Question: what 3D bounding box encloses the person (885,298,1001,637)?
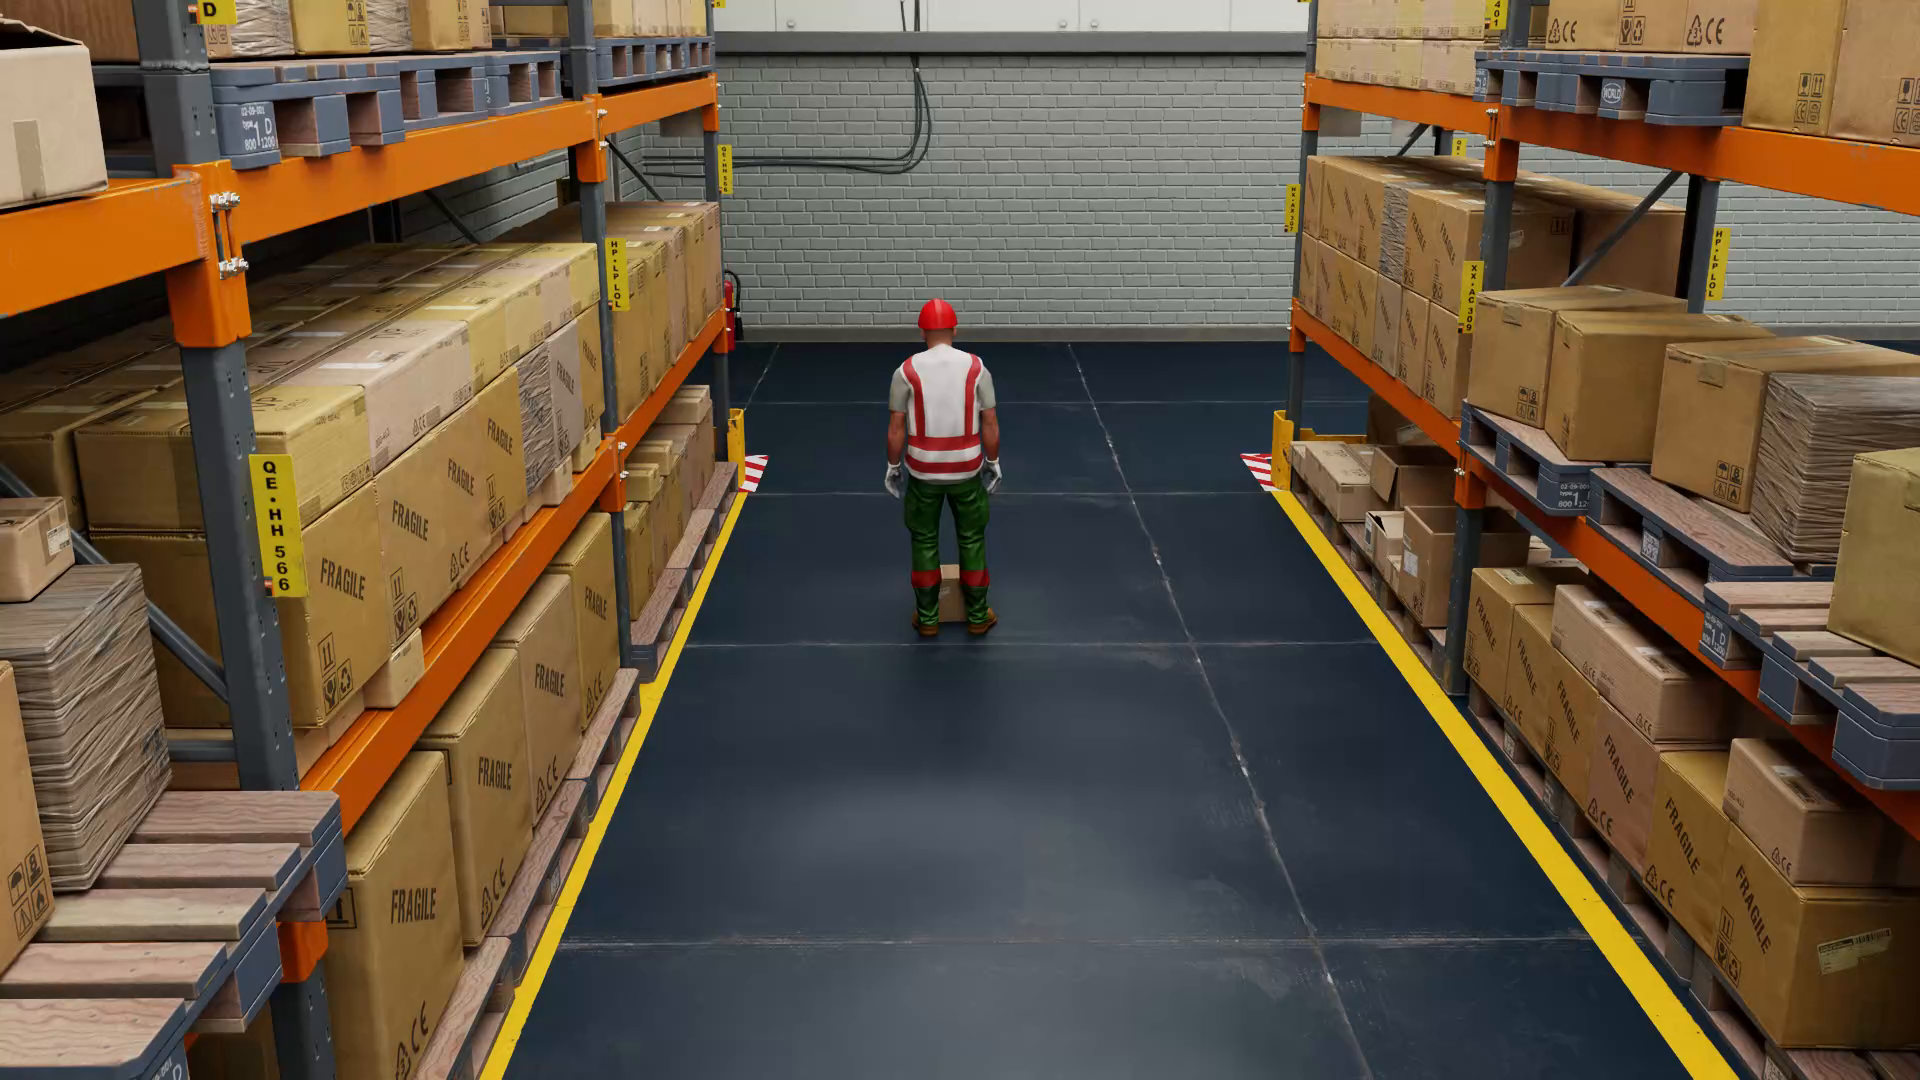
[{"bbox_3d":[-0.087,-0.371,8.736,0.619,1.779,0.449,-1,17,-4],"label":"person"}]
